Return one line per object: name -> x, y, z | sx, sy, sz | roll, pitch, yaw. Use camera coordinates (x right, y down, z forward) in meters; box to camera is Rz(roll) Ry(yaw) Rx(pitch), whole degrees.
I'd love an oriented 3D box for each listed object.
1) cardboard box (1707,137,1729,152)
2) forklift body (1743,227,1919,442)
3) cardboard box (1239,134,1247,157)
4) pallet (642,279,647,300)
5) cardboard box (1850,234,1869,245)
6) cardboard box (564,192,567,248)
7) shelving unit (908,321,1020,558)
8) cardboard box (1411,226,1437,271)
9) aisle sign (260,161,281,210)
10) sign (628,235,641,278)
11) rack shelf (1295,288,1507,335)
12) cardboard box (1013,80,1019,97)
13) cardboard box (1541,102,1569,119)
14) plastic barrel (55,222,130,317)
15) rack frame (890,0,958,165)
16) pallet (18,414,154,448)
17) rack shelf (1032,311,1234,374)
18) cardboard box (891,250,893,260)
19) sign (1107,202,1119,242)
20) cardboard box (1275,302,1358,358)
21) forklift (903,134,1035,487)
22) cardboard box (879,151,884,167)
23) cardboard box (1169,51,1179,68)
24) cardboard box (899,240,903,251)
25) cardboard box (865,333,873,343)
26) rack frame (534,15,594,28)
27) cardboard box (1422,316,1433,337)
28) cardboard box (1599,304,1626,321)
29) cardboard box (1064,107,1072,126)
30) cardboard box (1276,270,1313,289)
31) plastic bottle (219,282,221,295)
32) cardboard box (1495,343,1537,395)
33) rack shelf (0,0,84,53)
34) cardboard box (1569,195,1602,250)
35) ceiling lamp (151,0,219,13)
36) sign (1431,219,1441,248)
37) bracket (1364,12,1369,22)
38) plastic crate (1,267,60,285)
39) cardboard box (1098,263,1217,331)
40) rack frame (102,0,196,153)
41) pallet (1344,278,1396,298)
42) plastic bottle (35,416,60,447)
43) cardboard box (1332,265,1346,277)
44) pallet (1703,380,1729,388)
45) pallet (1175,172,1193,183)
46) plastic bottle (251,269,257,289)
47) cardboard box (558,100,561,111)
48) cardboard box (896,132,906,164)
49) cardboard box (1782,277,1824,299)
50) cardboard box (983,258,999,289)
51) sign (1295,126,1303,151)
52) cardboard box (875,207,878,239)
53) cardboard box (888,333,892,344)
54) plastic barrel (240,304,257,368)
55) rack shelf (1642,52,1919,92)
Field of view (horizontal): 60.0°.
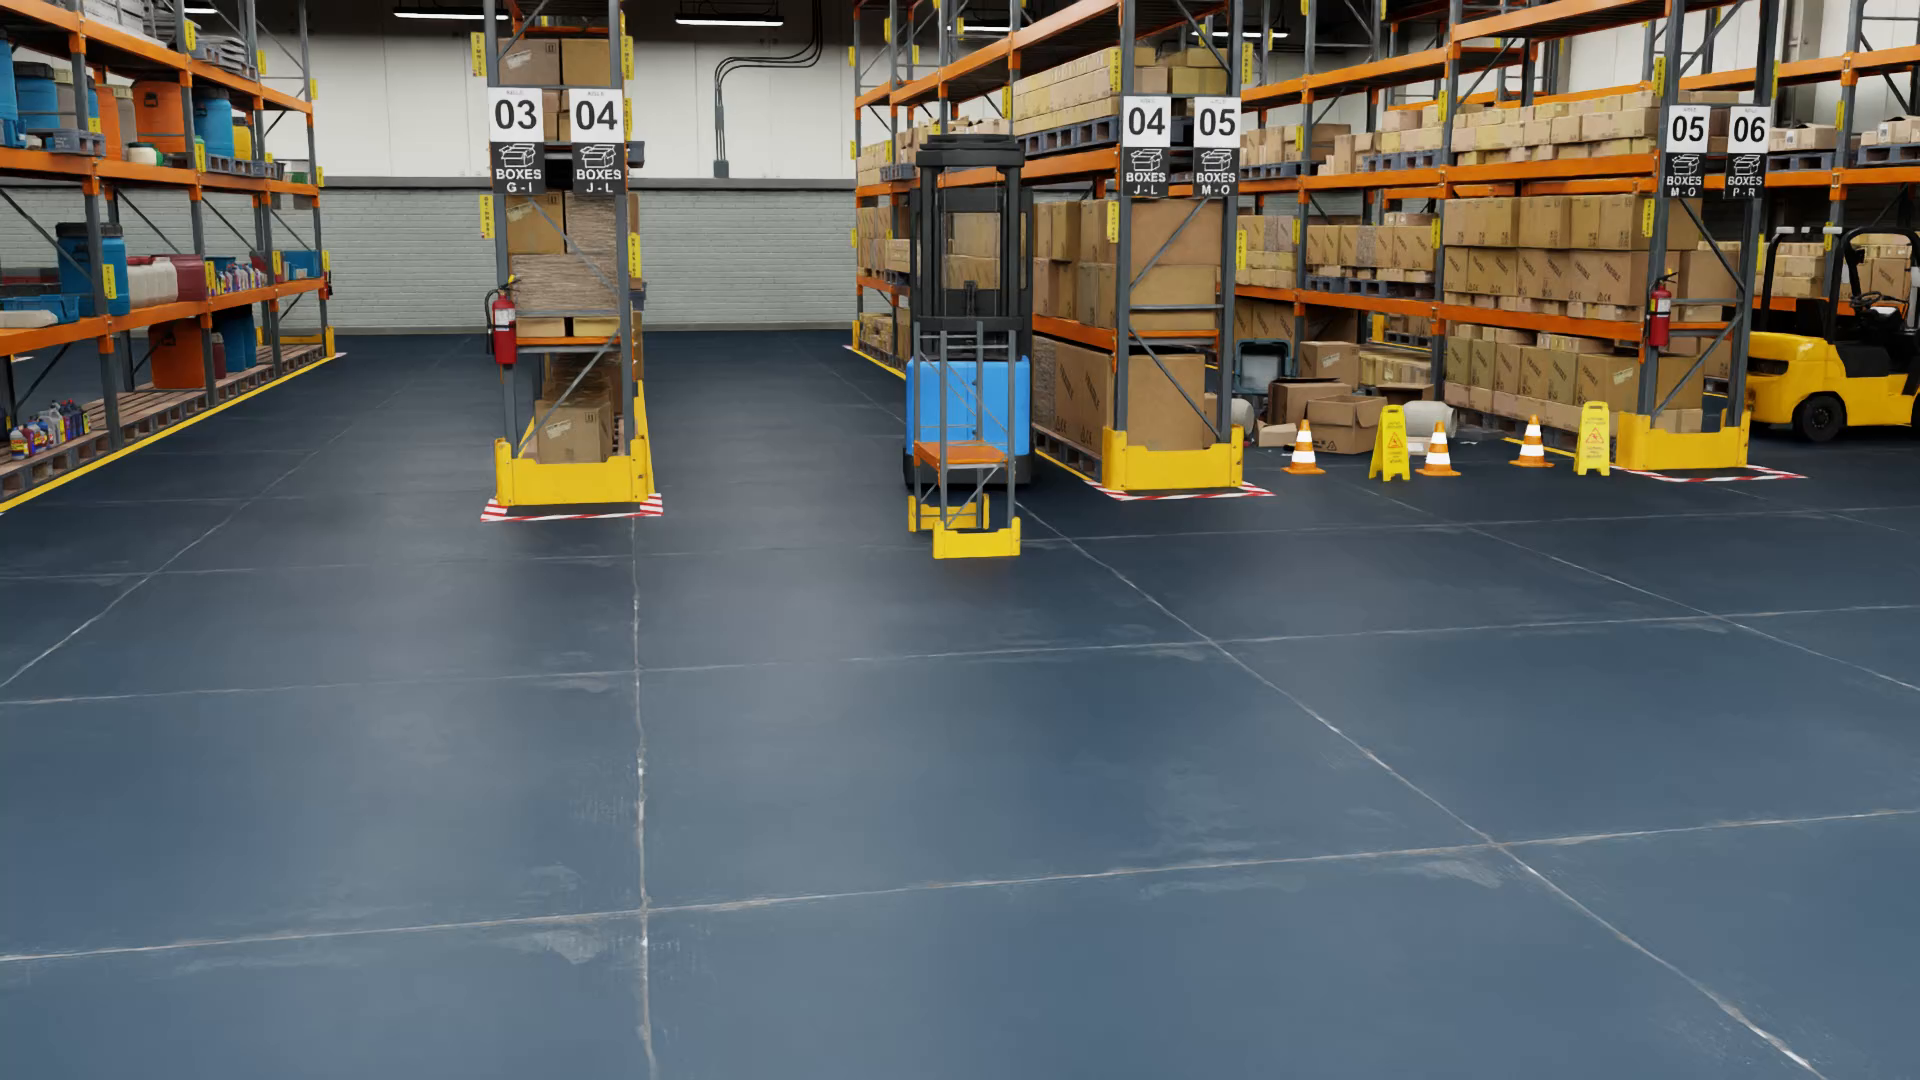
cardboard box -> 6.885, -3.562, 15.040 | 0.380, 0.149, 0.250 | -2, 11, -11
forklift body -> 9.341, -2.185, 17.425 | 2.313, 2.155, 1.214 | -2, 11, -11
cardboard box -> 4.184, -5.897, 25.245 | 0.500, 0.500, 0.500 | -2, 11, -12
pallet -> -4.403, -3.025, 20.082 | 1.213, 0.211, 1.003 | -2, 11, -11
cardboard box -> 10.492, -3.499, 19.260 | 0.380, 0.149, 0.250 | -2, 11, -10
cardboard box -> -3.542, -2.649, 13.855 | 0.500, 0.500, 0.500 | -2, 11, -11
shelving unit -> 0.015, -0.723, 11.483 | 0.587, 1.500, 1.083 | -2, 11, -11
cardboard box -> 5.538, -3.351, 19.095 | 0.500, 0.500, 0.500 | -2, 11, -12
aisle sign -> -11.365, -5.813, 27.263 | 0.394, 0.787, 0.004 | -2, 11, -11
sign -> -2.558, -2.224, 13.045 | 0.100, 0.325, 0.005 | -2, 11, -11
rack shelf -> 5.464, -2.887, 20.764 | 1.077, 0.370, 4.000 | -2, 11, -11
cardboard box -> 0.754, -4.593, 16.931 | 0.380, 0.149, 0.250 | -2, 11, -10
cardboard box -> 5.944, -4.213, 16.325 | 0.380, 0.149, 0.250 | -2, 11, -10
plastic barrel -> -8.504, -2.661, 16.313 | 0.600, 0.901, 0.708 | -2, 11, -11
rack frame -> -0.539, -7.089, 24.875 | 1.000, 3.000, 0.127 | -2, 11, -11
pallet -> -8.917, -1.105, 16.940 | 1.003, 0.211, 1.213 | -2, 11, -11
rack shelf -> 1.406, -1.954, 15.867 | 1.077, 0.370, 4.000 | -2, 11, -11
cardboard box -> -0.810, -4.187, 24.427 | 0.380, 0.149, 0.250 | -2, 11, -10
sign -> 1.260, -2.609, 13.652 | 0.100, 0.325, 0.005 | -2, 11, -11
cardboard box -> 5.022, -2.899, 23.465 | 0.875, 0.875, 0.875 | -2, 11, -12
forklift -> 0.108, -2.118, 14.987 | 1.130, 2.935, 3.031 | 0, 11, 2
cardboard box -> -0.968, -5.959, 26.022 | 0.500, 0.250, 0.500 | -3, 11, -13
cardboard box -> 1.995, -4.057, 14.116 | 0.380, 0.149, 0.250 | -2, 11, -11
cardboard box -> -0.661, -4.191, 23.651 | 0.380, 0.149, 0.250 | -2, 11, -9
cardboard box -> -1.400, -3.432, 28.209 | 0.380, 0.149, 0.250 | -2, 11, -10
rack frame -> -4.646, -6.194, 20.170 | 1.000, 3.000, 0.127 | -2, 11, -11
cardboard box -> 8.546, -3.859, 29.512 | 0.500, 0.500, 0.500 | -2, 11, -10
cardboard box -> 6.190, -2.119, 15.481 | 0.380, 0.149, 0.250 | -2, 11, -12
cardboard box -> 1.151, -3.828, 15.047 | 0.380, 0.149, 0.250 | -2, 11, -11
cardboard box -> 4.722, -3.616, 23.076 | 0.500, 0.250, 0.500 | -3, 11, -13
plastic bottle -> -9.383, -3.191, 20.973 | 0.097, 0.201, 0.097 | 0, 11, 0
cardboard box -> 5.918, -1.786, 17.284 | 0.500, 0.500, 0.500 | -2, 11, -8
rack shelf -> -8.337, -4.363, 13.547 | 1.077, 0.370, 4.000 | -2, 11, -11
cardboard box -> 6.226, -3.005, 15.724 | 0.700, 0.500, 0.500 | -2, 11, -10
ceiling lamp -> -13.987, -10.751, 28.505 | 2.000, 3.185, 0.800 | -2, 11, -11
sign -> 5.309, -3.421, 18.552 | 0.100, 0.325, 0.005 | -2, 11, -11
bracket -> 8.318, -10.561, 33.490 | 0.235, 0.232, 0.430 | -2, 11, -11
plastic crate -> -9.120, -2.442, 16.332 | 0.402, 0.464, 0.583 | -2, 11, -11
cardboard box -> 1.678, -2.081, 14.207 | 0.875, 0.550, 0.550 | -2, 11, -11
rack frame -> -9.504, -6.013, 19.224 | 1.000, 3.000, 0.127 | -2, 11, -11
pallet -> 5.500, -3.151, 20.743 | 1.003, 0.211, 1.213 | -2, 11, -11
plastic bottle -> -8.190, -0.979, 14.925 | 0.152, 0.276, 0.135 | -2, 11, -10
cardboard box -> 5.019, -3.467, 21.439 | 0.380, 0.149, 0.250 | -2, 11, -11
pallet -> 10.065, -2.266, 23.036 | 1.003, 0.211, 1.213 | -2, 11, -11
pallet -> 4.148, -5.921, 26.997 | 1.003, 0.211, 1.213 | -2, 11, -11
plastic bottle -> -9.817, -3.612, 22.980 | 0.152, 0.276, 0.135 | -2, 11, -11
cardboard box -> -3.544, -3.608, 13.942 | 0.380, 0.149, 0.250 | -2, 11, -10
cardboard box -> -0.573, -5.797, 24.720 | 0.700, 0.500, 0.500 | -2, 11, -11
cardboard box -> 10.367, -3.064, 20.171 | 0.500, 0.250, 0.500 | -2, 11, -10
cardboard box -> 0.555, -2.902, 18.656 | 0.500, 0.500, 0.500 | -2, 11, -12
sign -> 4.529, -5.355, 22.190 | 0.100, 0.325, 0.005 | -2, 11, -11
cardboard box -> -1.087, -5.094, 26.699 | 0.500, 0.500, 0.500 | -2, 11, -10
cardboard box -> -0.912, -3.140, 25.878 | 0.380, 0.149, 0.250 | -2, 11, -10
plastic barrel -> -10.193, -2.875, 23.268 | 0.600, 0.901, 0.708 | -2, 11, -11
rack shelf -> 10.332, -5.818, 21.193 | 1.077, 0.370, 4.000 | -2, 11, -11
